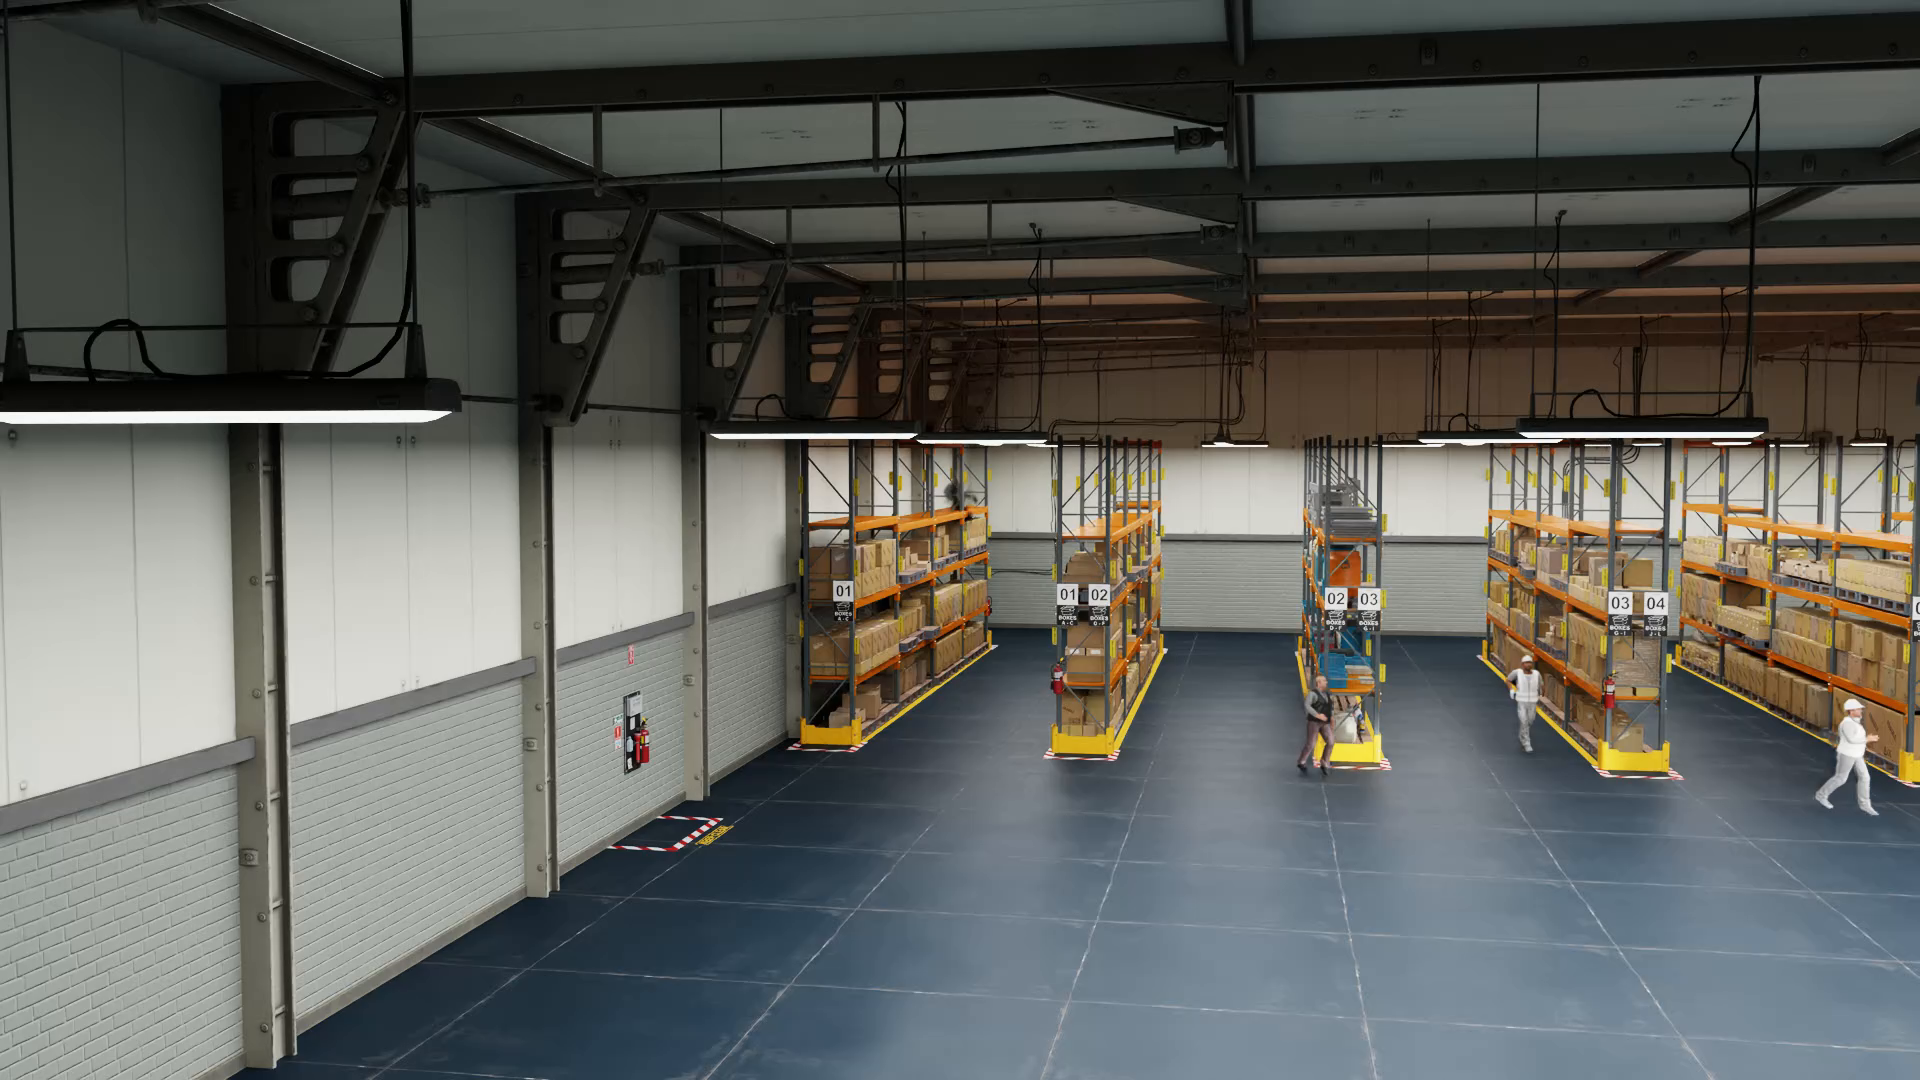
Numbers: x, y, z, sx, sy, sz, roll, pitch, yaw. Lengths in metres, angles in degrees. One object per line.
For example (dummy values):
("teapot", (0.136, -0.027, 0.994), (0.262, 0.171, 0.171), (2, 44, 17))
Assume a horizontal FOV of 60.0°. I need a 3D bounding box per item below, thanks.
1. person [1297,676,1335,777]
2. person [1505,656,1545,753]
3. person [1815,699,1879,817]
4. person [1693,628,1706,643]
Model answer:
("person", (6.399, 3.281, 29.464), (0.699, 1.732, 0.702), (-2, 3, -28))
("person", (10.839, 3.102, 31.824), (0.682, 1.789, 0.987), (0, 3, 2))
("person", (13.978, 3.399, 26.169), (0.899, 1.807, 0.635), (3, 4, 44))
("person", (20.416, 2.401, 45.886), (0.691, 1.725, 0.639), (0, 3, -6))
